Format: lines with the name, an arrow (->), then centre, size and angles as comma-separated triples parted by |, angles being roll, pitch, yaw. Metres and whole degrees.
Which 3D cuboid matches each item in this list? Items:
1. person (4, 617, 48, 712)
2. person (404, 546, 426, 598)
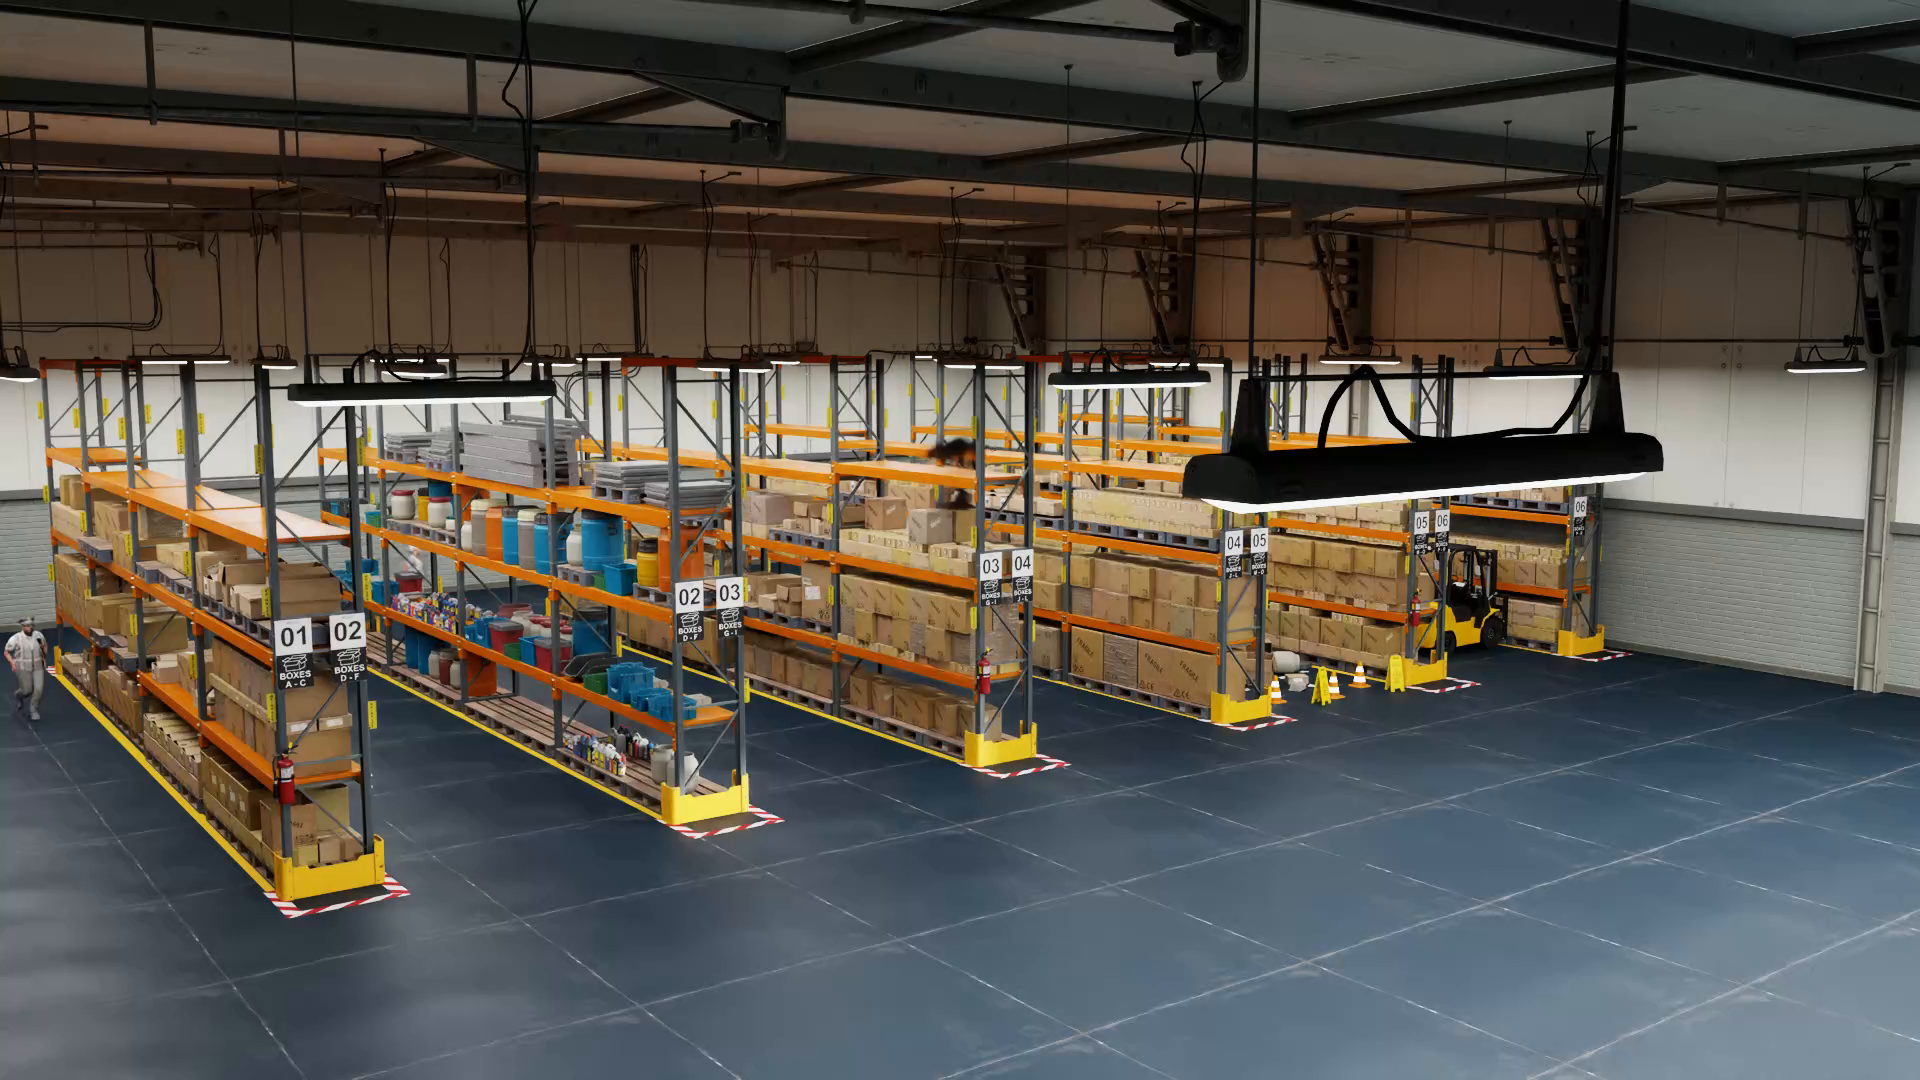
person -> -15.689, 2.081, 27.998 | 0.574, 1.635, 0.677 | 6, 9, 41
person -> -12.407, 0.923, 37.645 | 0.664, 1.672, 0.716 | -1, 7, -7
